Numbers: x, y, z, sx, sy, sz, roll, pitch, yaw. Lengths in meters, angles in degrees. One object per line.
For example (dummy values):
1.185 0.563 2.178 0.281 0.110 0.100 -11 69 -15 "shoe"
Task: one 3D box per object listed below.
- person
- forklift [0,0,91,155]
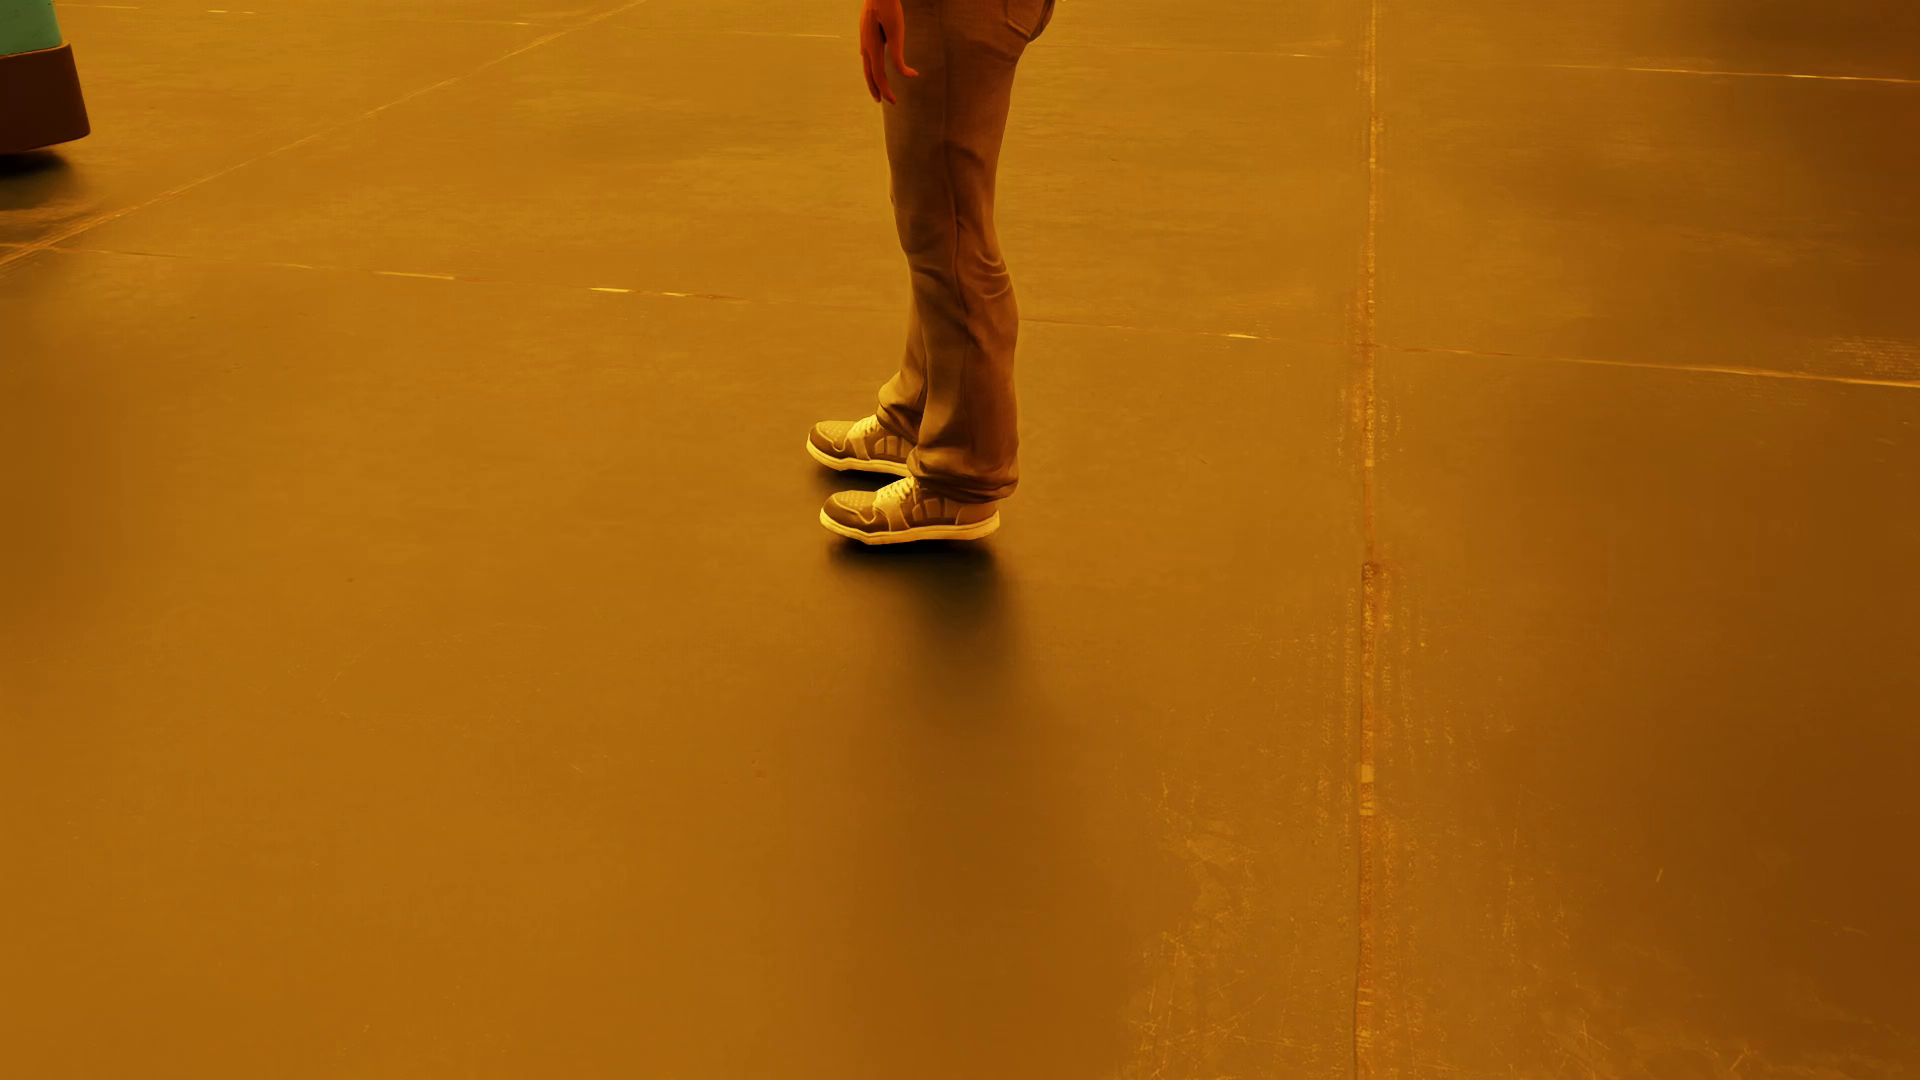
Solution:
-0.069 -0.733 2.164 0.475 1.597 0.520 6 27 11 "person"
-3.869 -2.545 4.291 3.031 2.935 1.130 17 32 31 "forklift"
